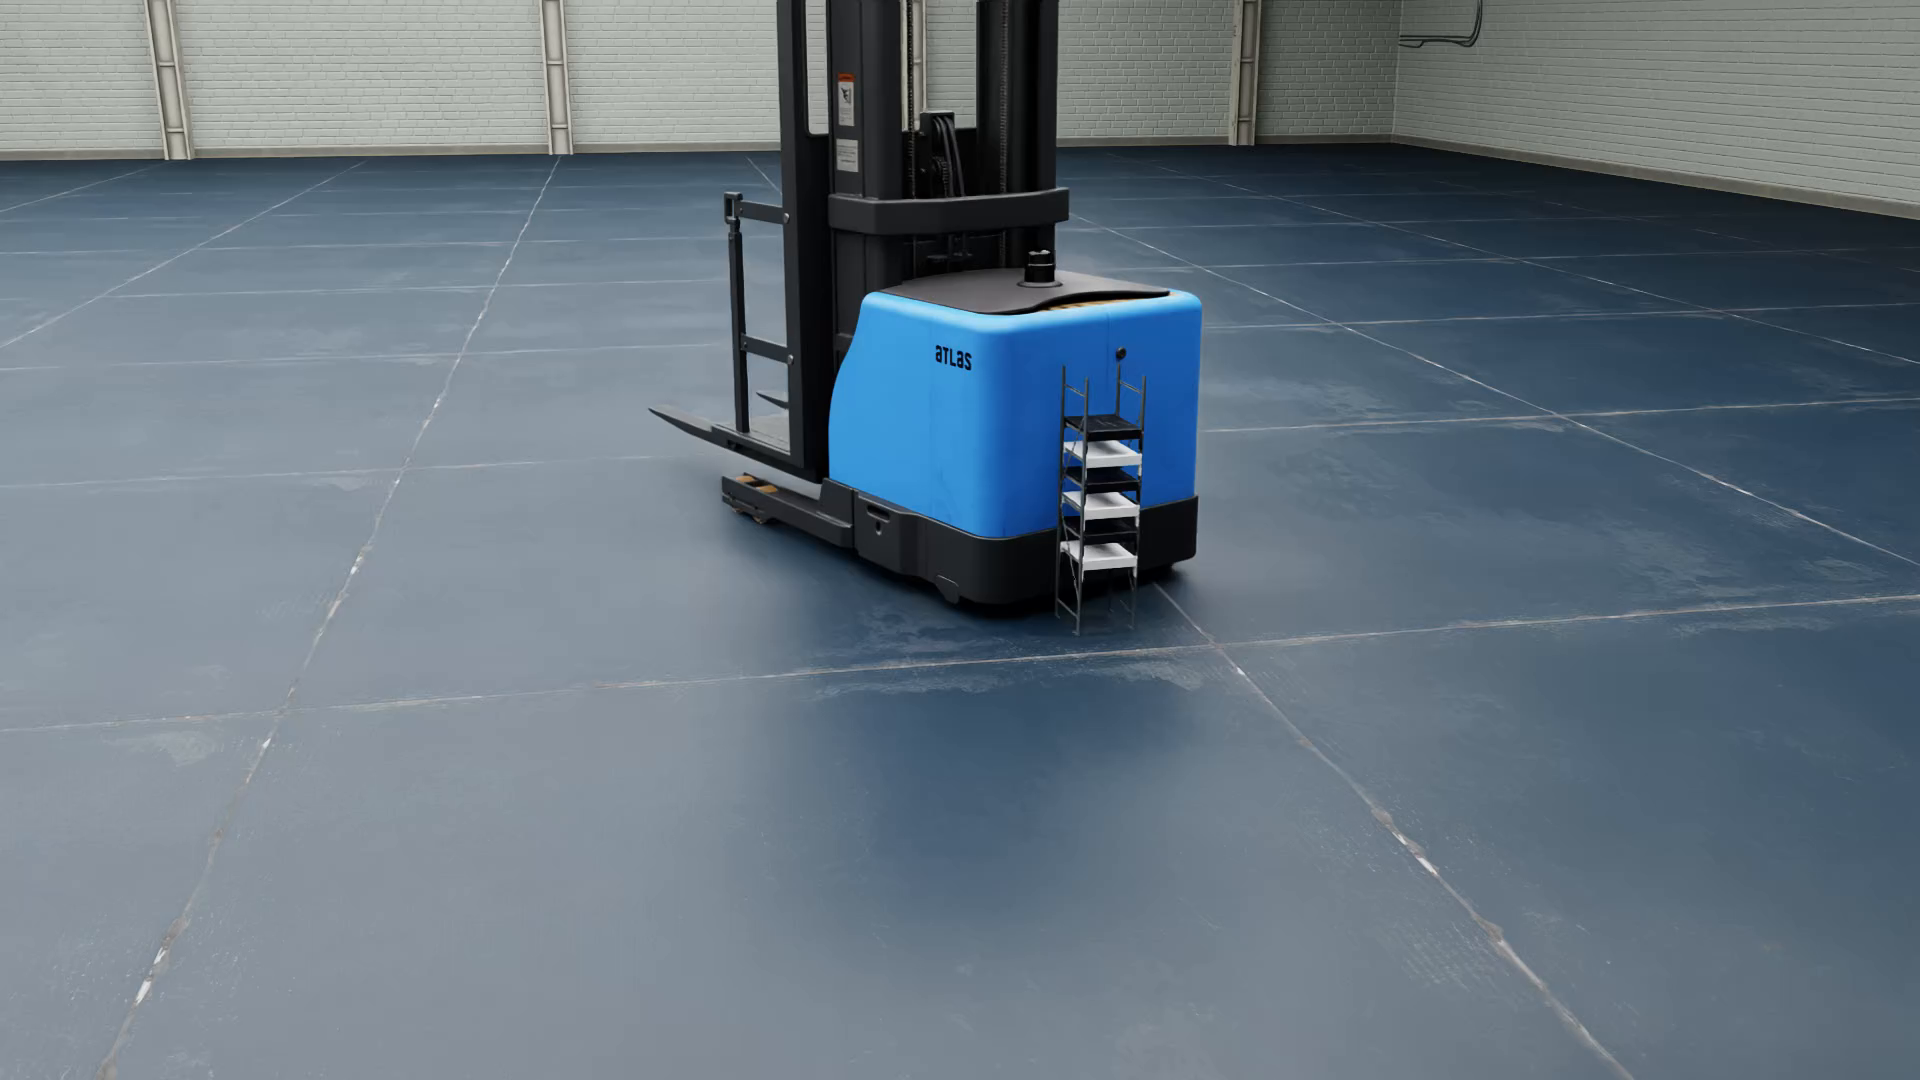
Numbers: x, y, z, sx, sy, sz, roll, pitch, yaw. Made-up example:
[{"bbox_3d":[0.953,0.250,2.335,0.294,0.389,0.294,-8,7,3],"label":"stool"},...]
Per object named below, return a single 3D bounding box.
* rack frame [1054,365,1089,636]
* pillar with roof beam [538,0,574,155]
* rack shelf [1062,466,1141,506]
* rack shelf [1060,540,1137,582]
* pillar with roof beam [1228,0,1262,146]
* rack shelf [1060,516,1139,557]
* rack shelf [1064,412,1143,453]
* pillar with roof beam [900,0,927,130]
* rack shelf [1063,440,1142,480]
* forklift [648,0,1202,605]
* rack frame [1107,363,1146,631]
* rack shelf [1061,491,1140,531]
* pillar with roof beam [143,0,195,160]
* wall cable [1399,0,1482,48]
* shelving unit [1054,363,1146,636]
[{"bbox_3d":[0.381,-0.133,5.702,0.006,0.900,0.240,-4,18,-16],"label":"rack frame"},{"bbox_3d":[-5.876,-9.547,22.567,0.400,9.000,9.100,-3,17,-10],"label":"pillar with roof beam"},{"bbox_3d":[0.479,-0.194,5.714,0.200,0.077,0.258,-4,18,-16],"label":"rack shelf"},{"bbox_3d":[0.475,0.064,5.793,0.200,0.077,0.258,-4,18,-16],"label":"rack shelf"},{"bbox_3d":[5.906,-10.215,24.743,0.400,9.000,9.100,-3,17,-10],"label":"pillar with roof beam"},{"bbox_3d":[0.477,-0.022,5.767,0.200,0.077,0.258,-4,18,-16],"label":"rack shelf"},{"bbox_3d":[0.481,-0.367,5.662,0.200,0.077,0.258,-4,18,-16],"label":"rack shelf"},{"bbox_3d":[0.015,-9.881,23.655,0.400,9.000,9.100,-3,17,-10],"label":"pillar with roof beam"},{"bbox_3d":[0.480,-0.281,5.688,0.200,0.077,0.258,-4,18,-16],"label":"rack shelf"},{"bbox_3d":[-0.371,-1.543,6.842,1.130,2.935,3.031,-12,21,-34],"label":"forklift"},{"bbox_3d":[0.575,-0.148,5.760,0.006,0.900,0.240,-4,18,-16],"label":"rack frame"},{"bbox_3d":[0.478,-0.108,5.741,0.200,0.077,0.258,-4,18,-16],"label":"rack shelf"},{"bbox_3d":[-11.767,-9.212,21.479,0.400,9.000,9.100,-3,17,-10],"label":"pillar with roof beam"},{"bbox_3d":[8.233,-9.755,28.533,0.112,2.526,3.097,-3,17,-10],"label":"wall cable"},{"bbox_3d":[0.478,-0.140,5.731,0.210,0.900,0.258,-4,18,-16],"label":"shelving unit"}]
